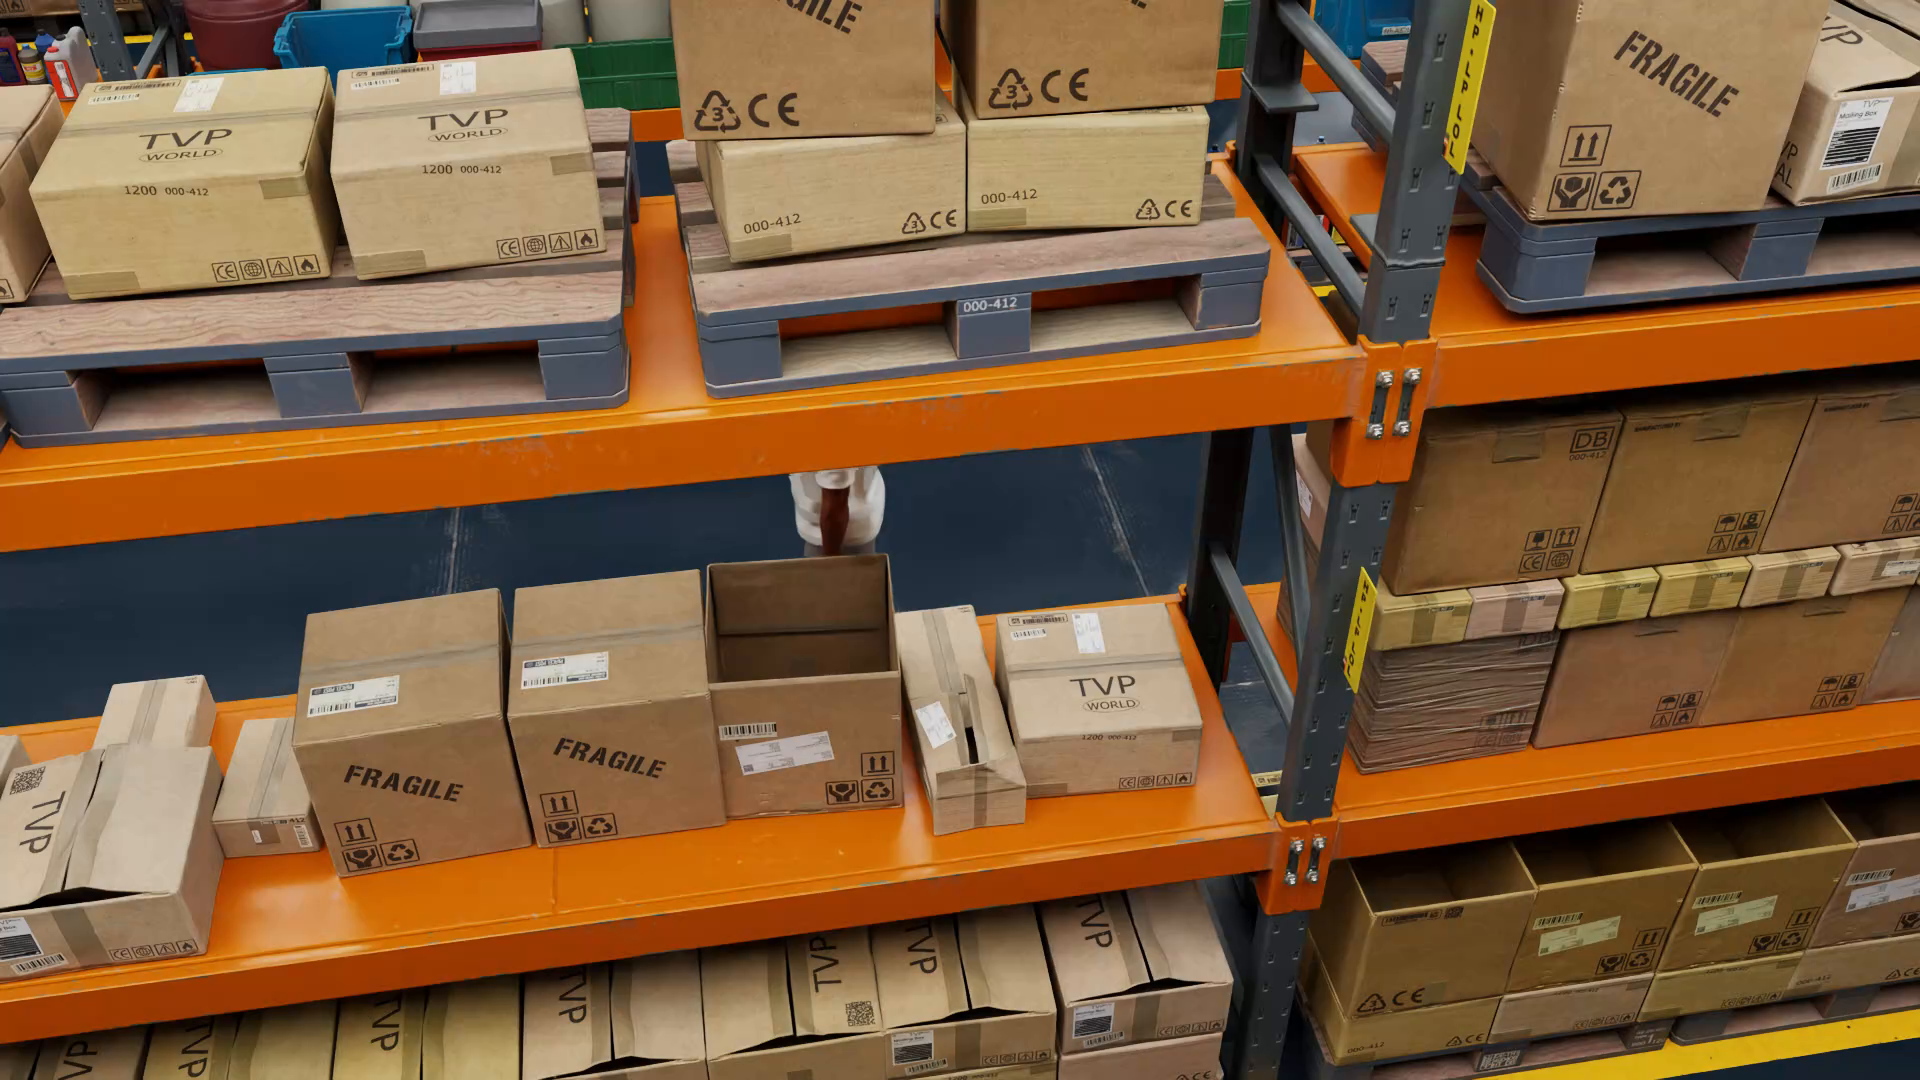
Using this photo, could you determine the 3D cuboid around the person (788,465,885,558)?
[{"bbox_3d":[-0.450,-0.085,6.196,0.379,1.768,0.642,4,39,5],"label":"person"}]
